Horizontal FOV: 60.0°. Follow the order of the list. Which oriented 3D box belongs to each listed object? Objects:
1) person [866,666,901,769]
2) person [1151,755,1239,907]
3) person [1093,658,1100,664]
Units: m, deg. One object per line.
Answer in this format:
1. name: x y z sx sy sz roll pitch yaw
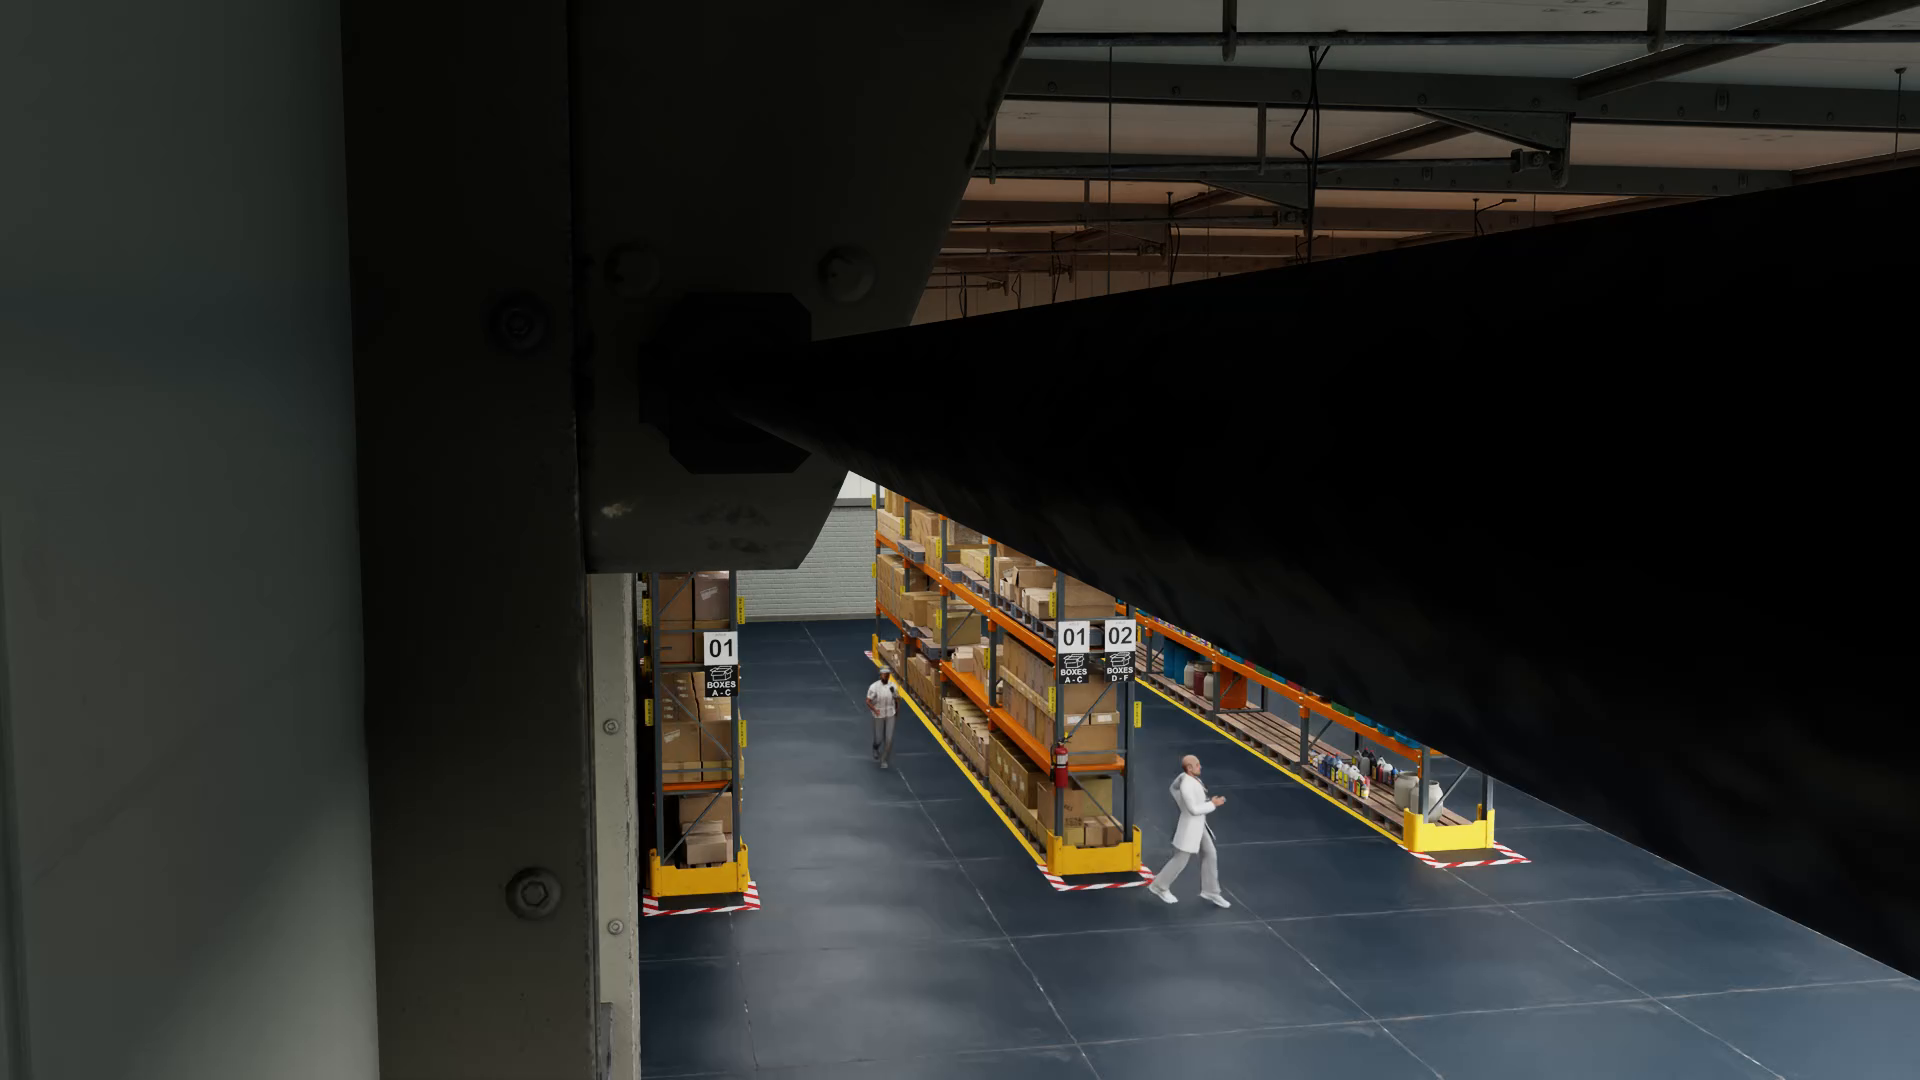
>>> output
1. person: -1.195 2.801 26.413 0.556 1.649 0.549 -2 6 -15
2. person: 2.768 3.414 19.541 1.018 1.795 0.687 2 6 17
3. person: 2.159 2.434 29.440 0.736 1.781 0.882 -3 6 -25
